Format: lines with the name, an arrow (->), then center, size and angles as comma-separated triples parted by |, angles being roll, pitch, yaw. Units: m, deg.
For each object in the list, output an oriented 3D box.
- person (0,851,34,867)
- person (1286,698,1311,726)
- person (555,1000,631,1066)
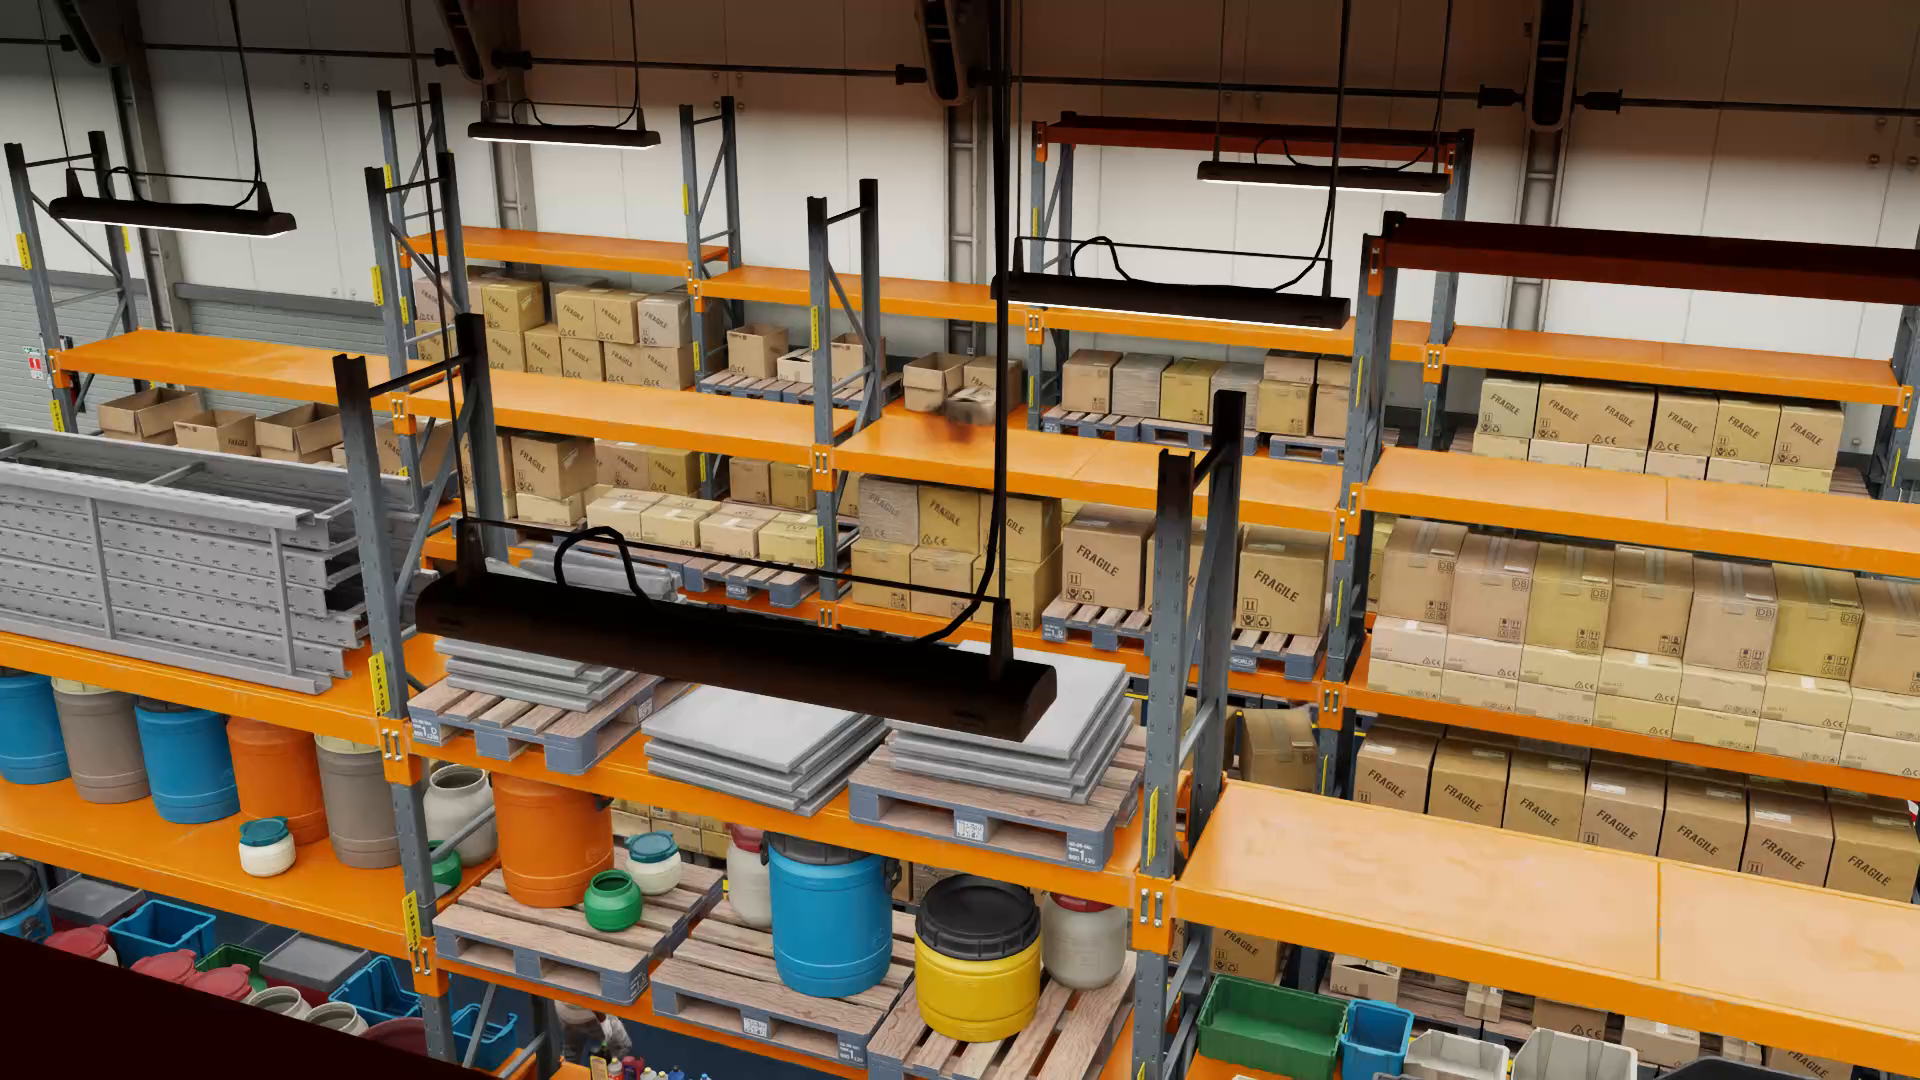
person -> -8.475, 2.080, 14.387 | 0.695, 1.805, 0.367 | 6, 22, 16
person -> 3.030, 2.005, 14.986 | 0.648, 1.579, 0.566 | 10, 23, 25
person -> -2.594, 3.224, 11.466 | 0.497, 1.806, 0.622 | -17, 27, -38
